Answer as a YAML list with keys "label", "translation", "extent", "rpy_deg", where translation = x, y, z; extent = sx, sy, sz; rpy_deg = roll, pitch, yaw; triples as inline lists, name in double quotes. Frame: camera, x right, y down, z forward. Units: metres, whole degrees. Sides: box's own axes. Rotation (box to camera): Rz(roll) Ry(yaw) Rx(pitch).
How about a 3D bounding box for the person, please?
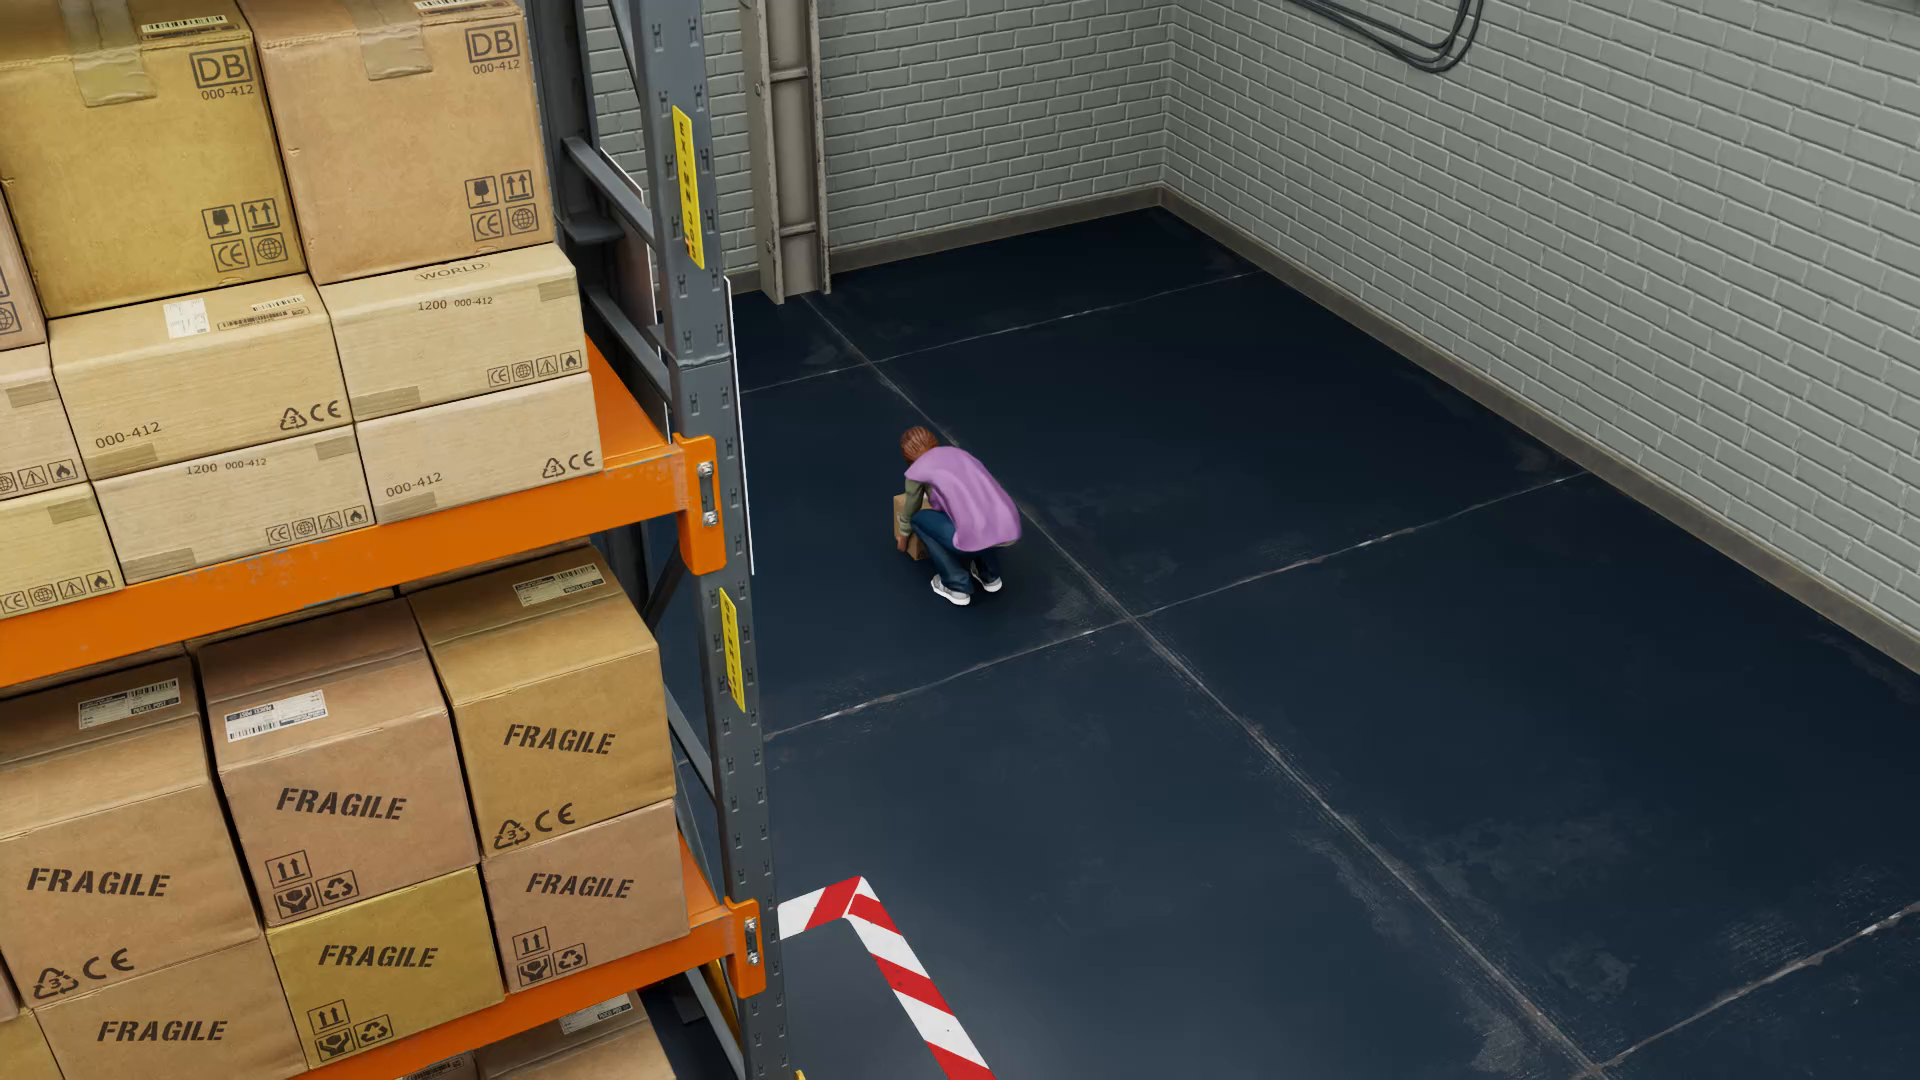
- label: "person"
  translation: [0.022, -0.444, 7.825]
  extent: [0.405, 1.589, 0.497]
  rpy_deg: [-16, 37, -22]
